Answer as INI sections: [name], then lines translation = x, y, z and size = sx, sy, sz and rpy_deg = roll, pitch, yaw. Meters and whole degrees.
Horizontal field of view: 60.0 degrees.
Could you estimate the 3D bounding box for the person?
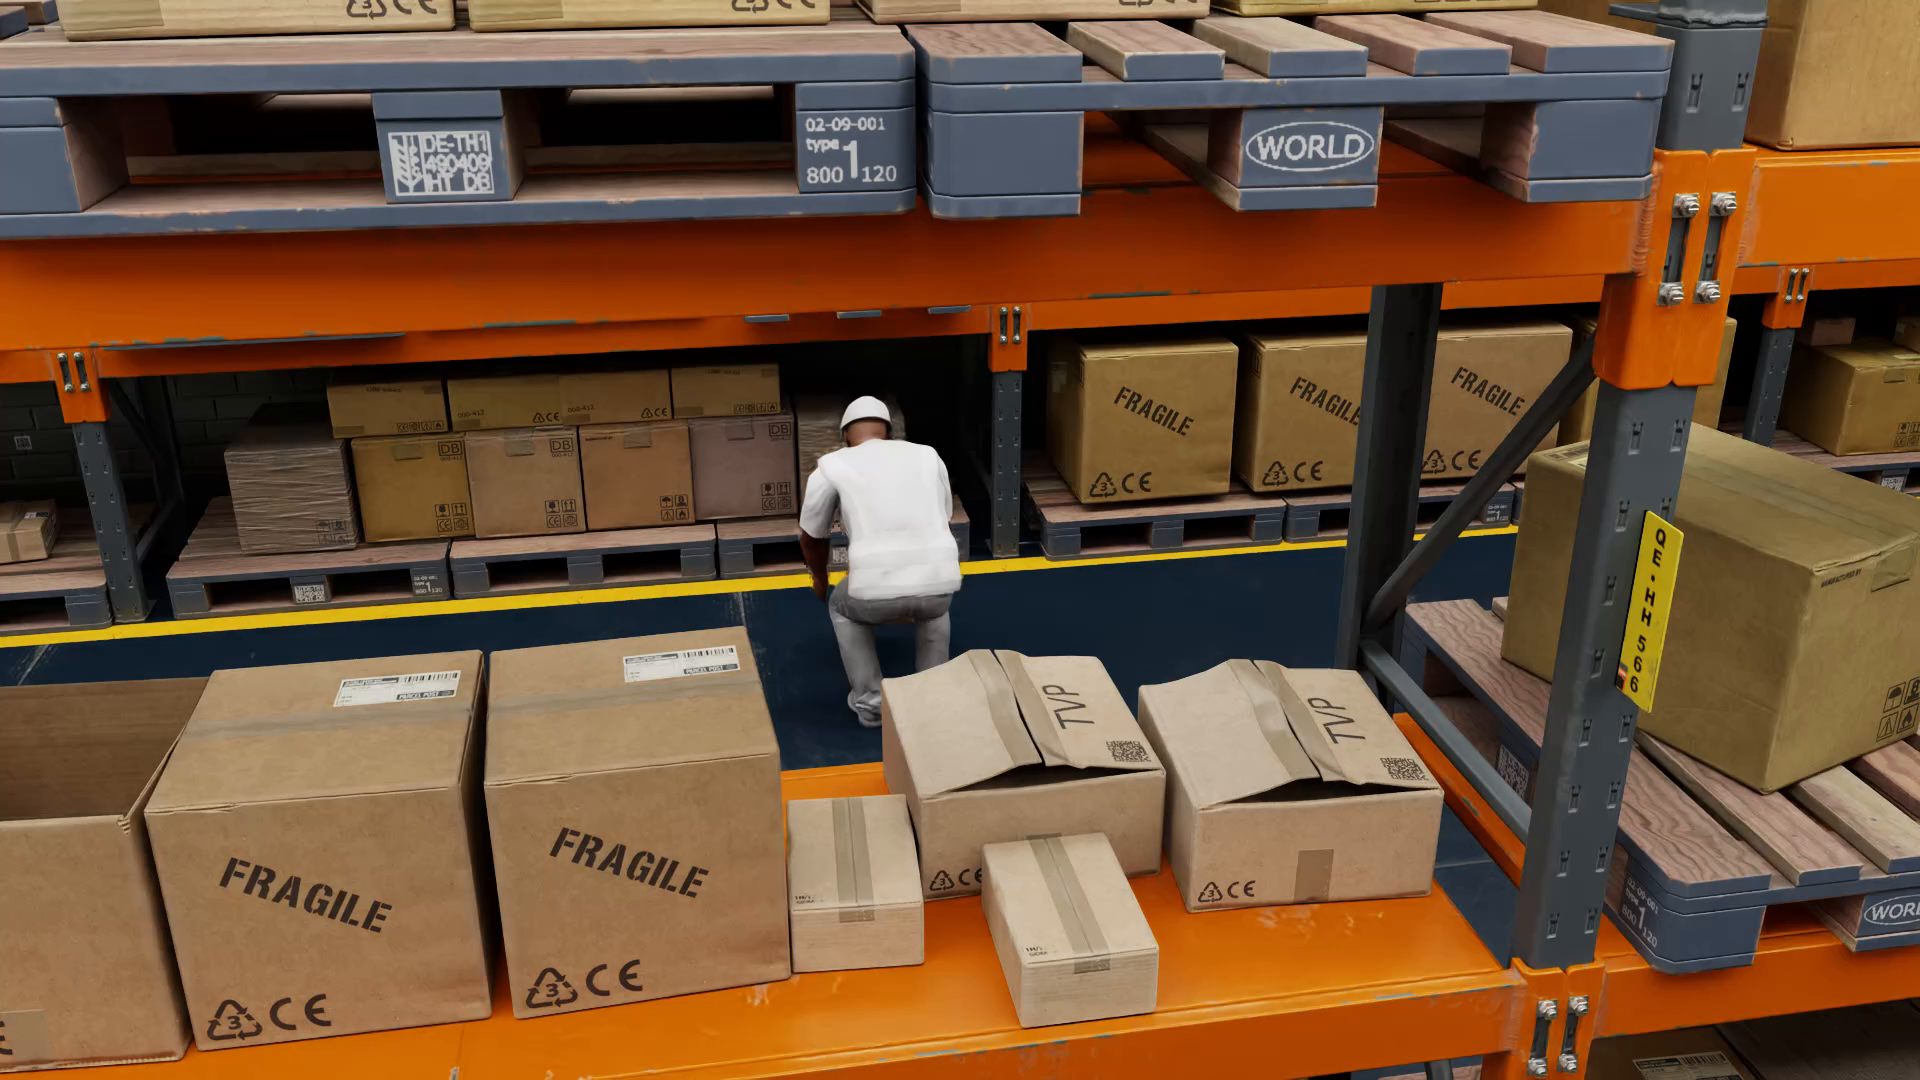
[person]
translation = -0.306, 0.100, 6.547
size = 0.620, 1.207, 0.839
rpy_deg = -4, 24, -10
